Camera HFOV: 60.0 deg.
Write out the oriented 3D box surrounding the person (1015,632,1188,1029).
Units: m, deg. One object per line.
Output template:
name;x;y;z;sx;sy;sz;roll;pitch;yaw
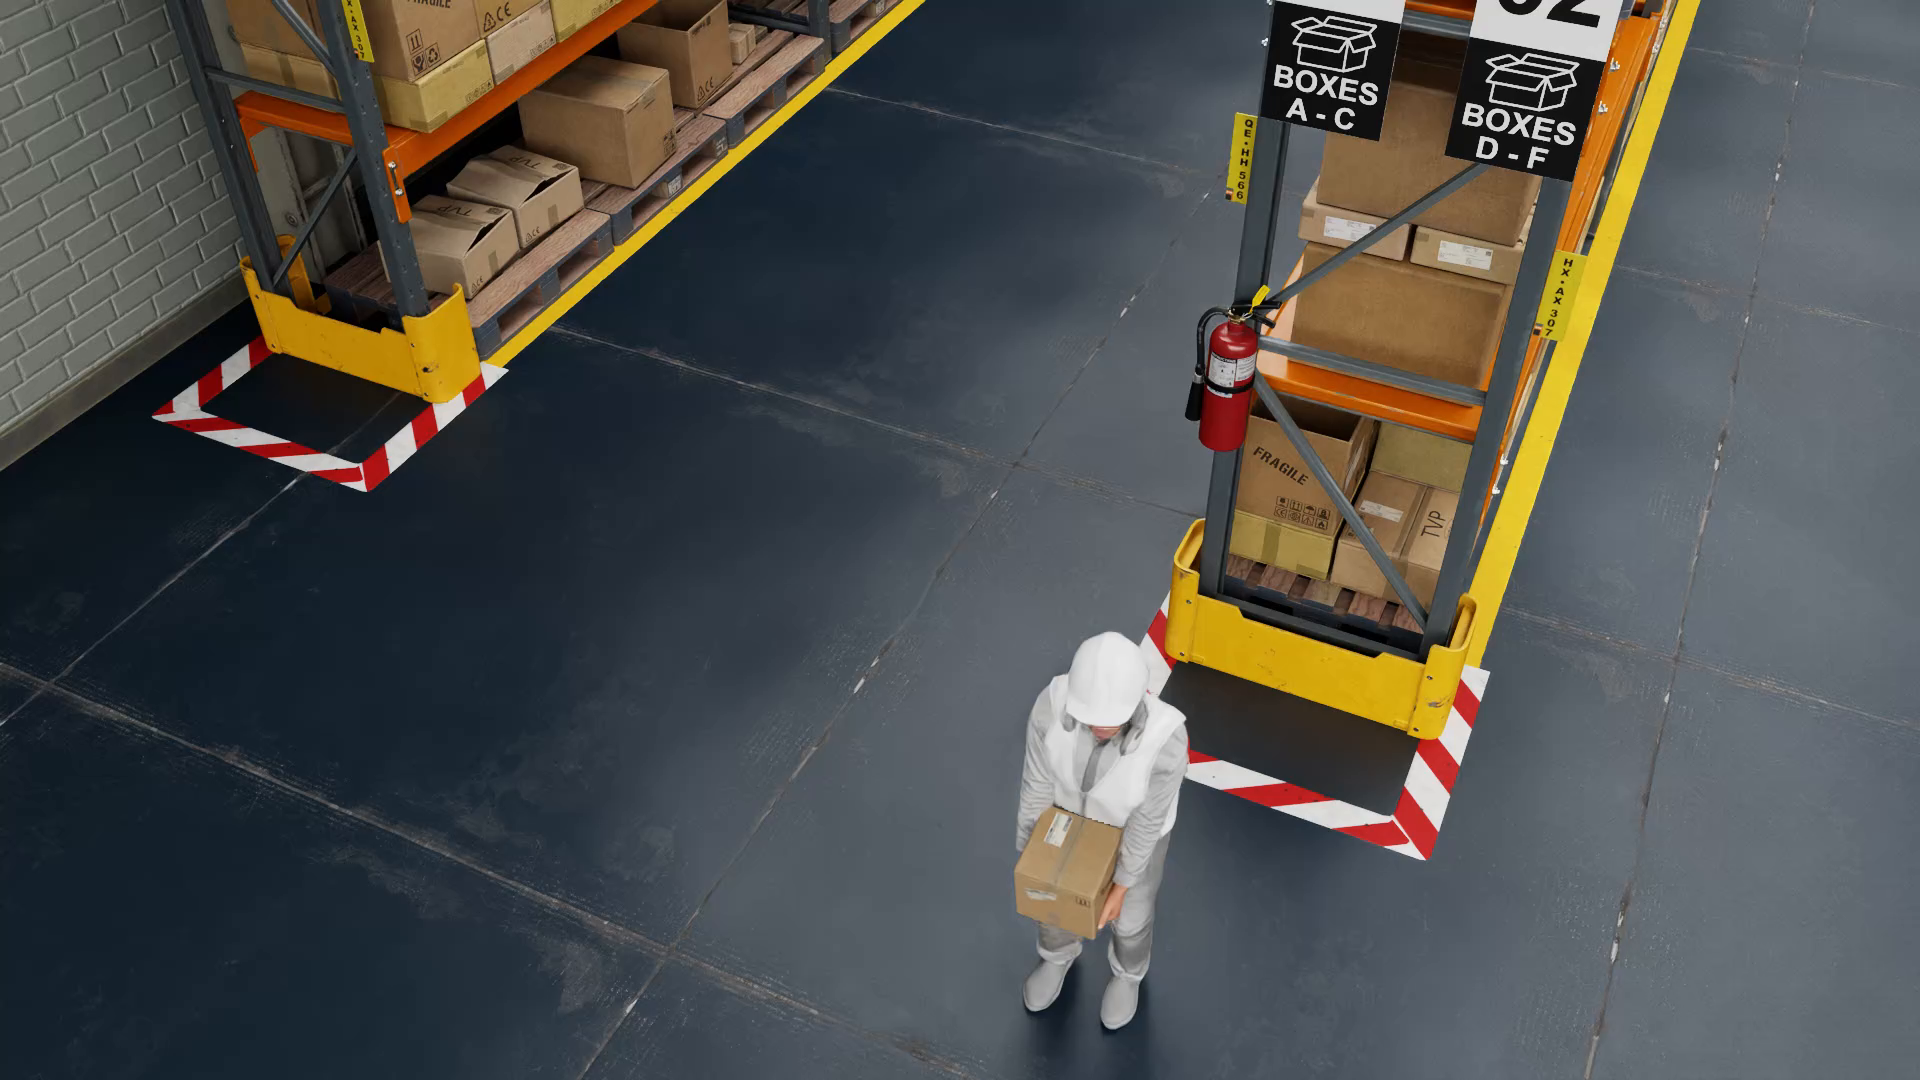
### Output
person;0.428;0.910;5.138;0.486;1.754;0.582;17;44;18
